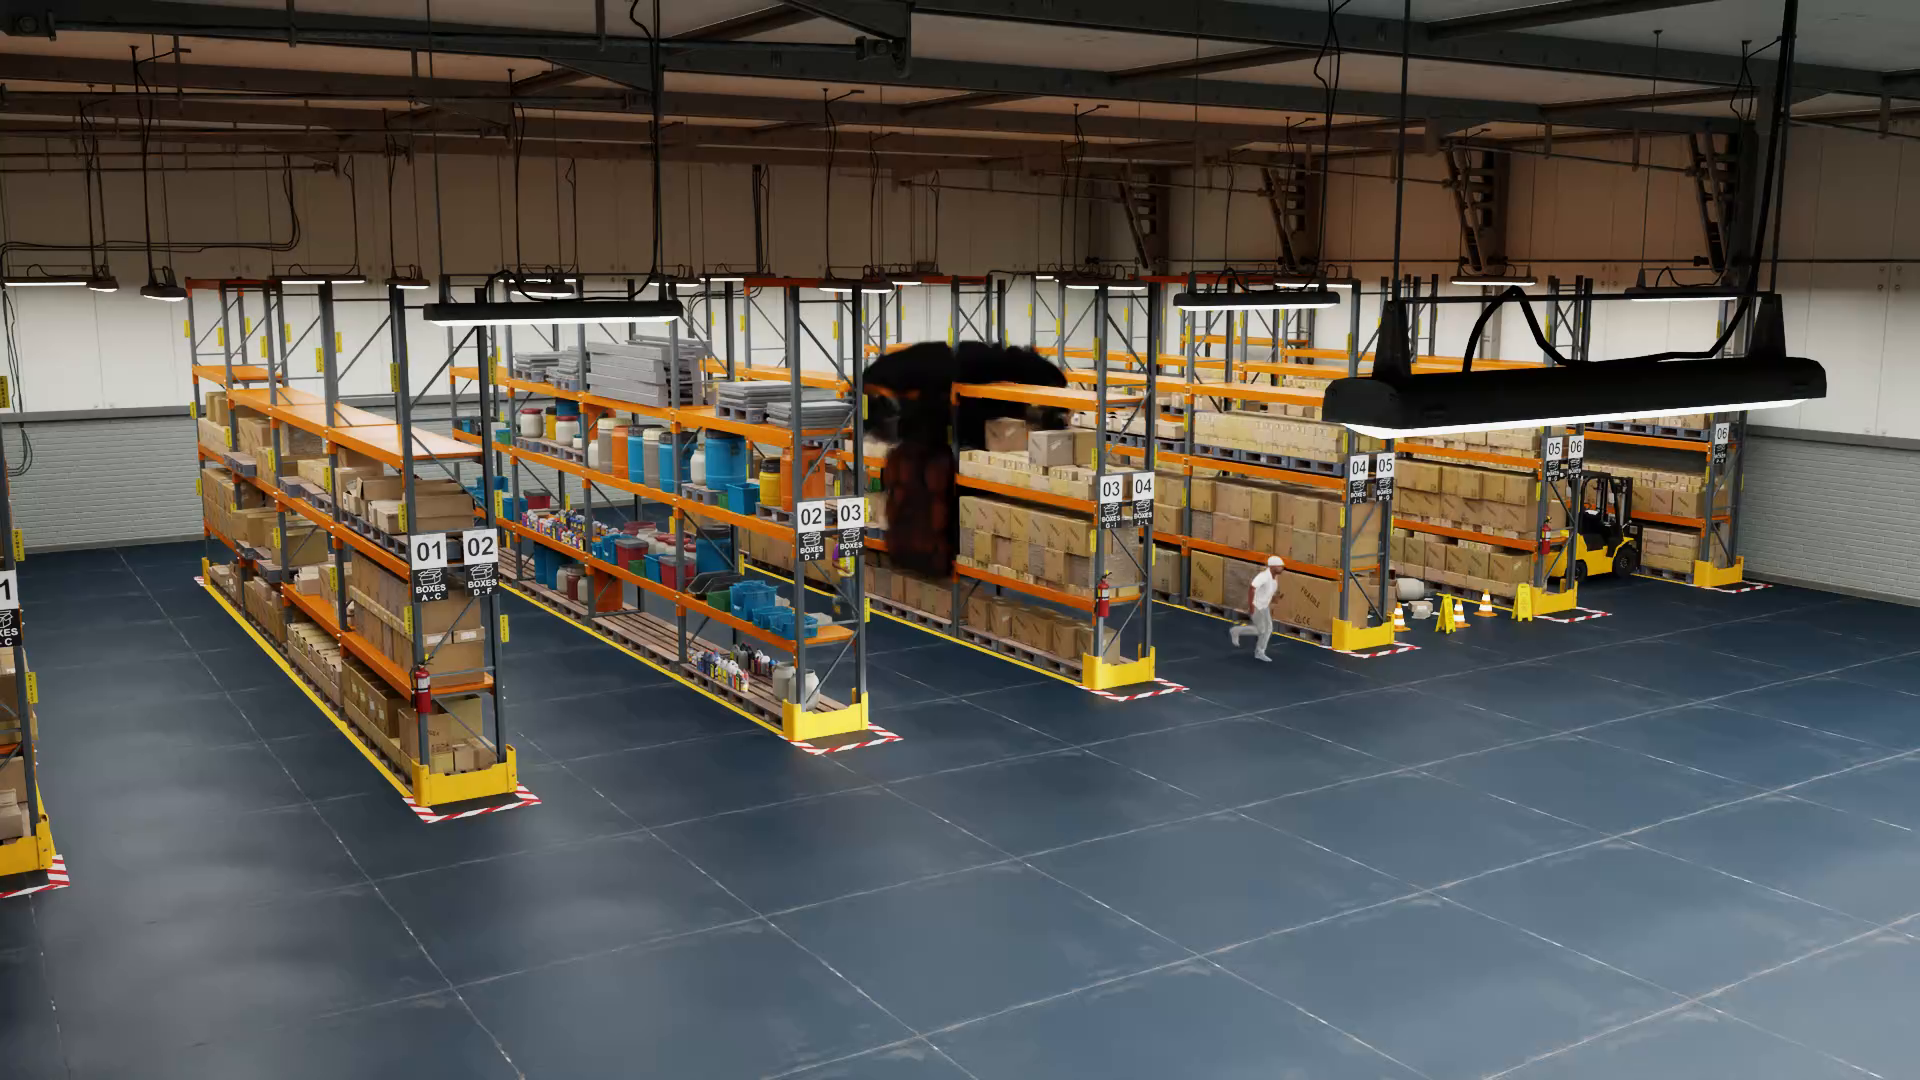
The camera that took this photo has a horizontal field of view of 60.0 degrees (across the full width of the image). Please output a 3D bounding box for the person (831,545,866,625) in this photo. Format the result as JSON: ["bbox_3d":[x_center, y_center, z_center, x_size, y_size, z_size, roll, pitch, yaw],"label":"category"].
[{"bbox_3d":[-1.946,0.624,29.183,0.708,1.765,0.824,-7,12,-38],"label":"person"}]

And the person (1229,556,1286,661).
[{"bbox_3d":[4.765,1.081,26.641,0.876,1.700,0.698,4,10,23],"label":"person"}]

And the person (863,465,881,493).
[{"bbox_3d":[-2.160,-1.611,42.560,0.655,1.711,0.803,9,13,44],"label":"person"}]

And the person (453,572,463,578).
[{"bbox_3d":[-9.703,0.176,31.998,0.696,1.731,1.050,-5,11,-27],"label":"person"}]
